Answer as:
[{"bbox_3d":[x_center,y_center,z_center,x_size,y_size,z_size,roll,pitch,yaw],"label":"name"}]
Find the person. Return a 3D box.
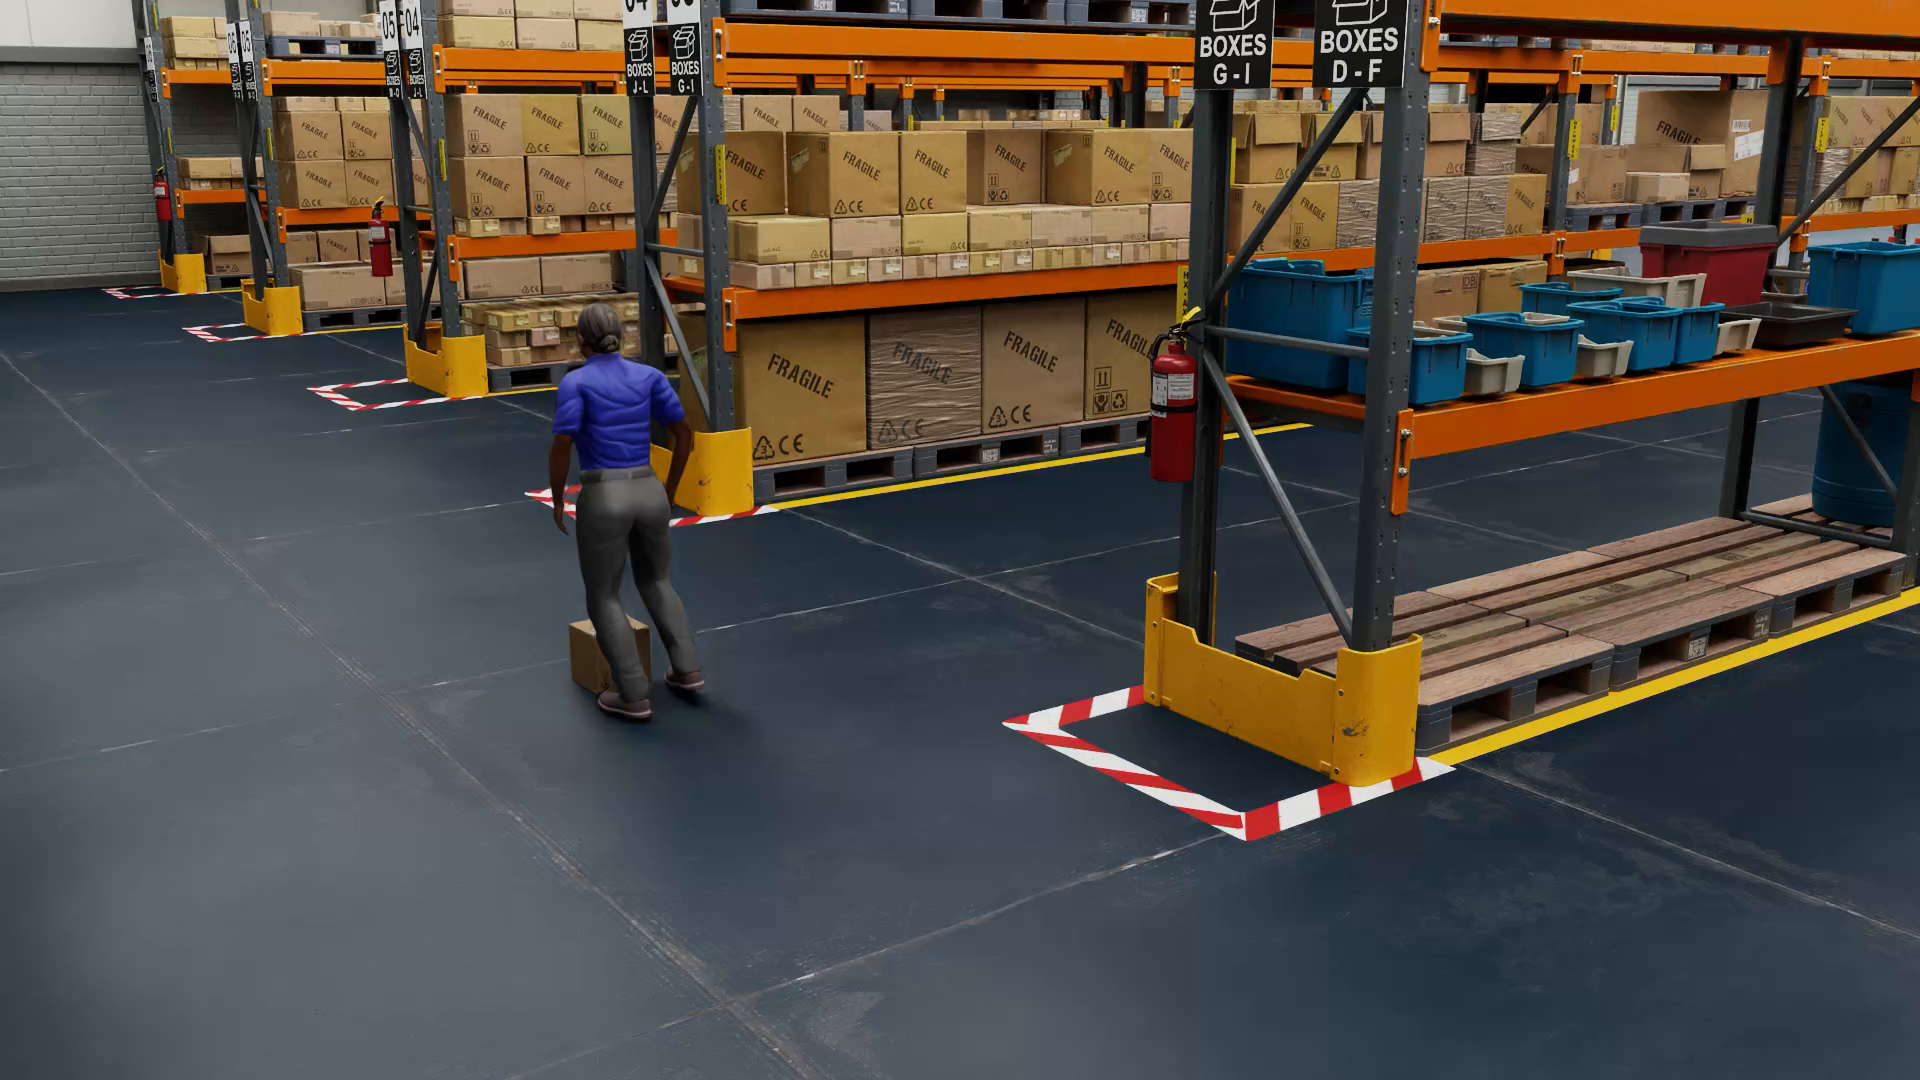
[{"bbox_3d":[-1.290,-0.134,6.625,0.499,1.604,0.509,-12,19,-38],"label":"person"}]
